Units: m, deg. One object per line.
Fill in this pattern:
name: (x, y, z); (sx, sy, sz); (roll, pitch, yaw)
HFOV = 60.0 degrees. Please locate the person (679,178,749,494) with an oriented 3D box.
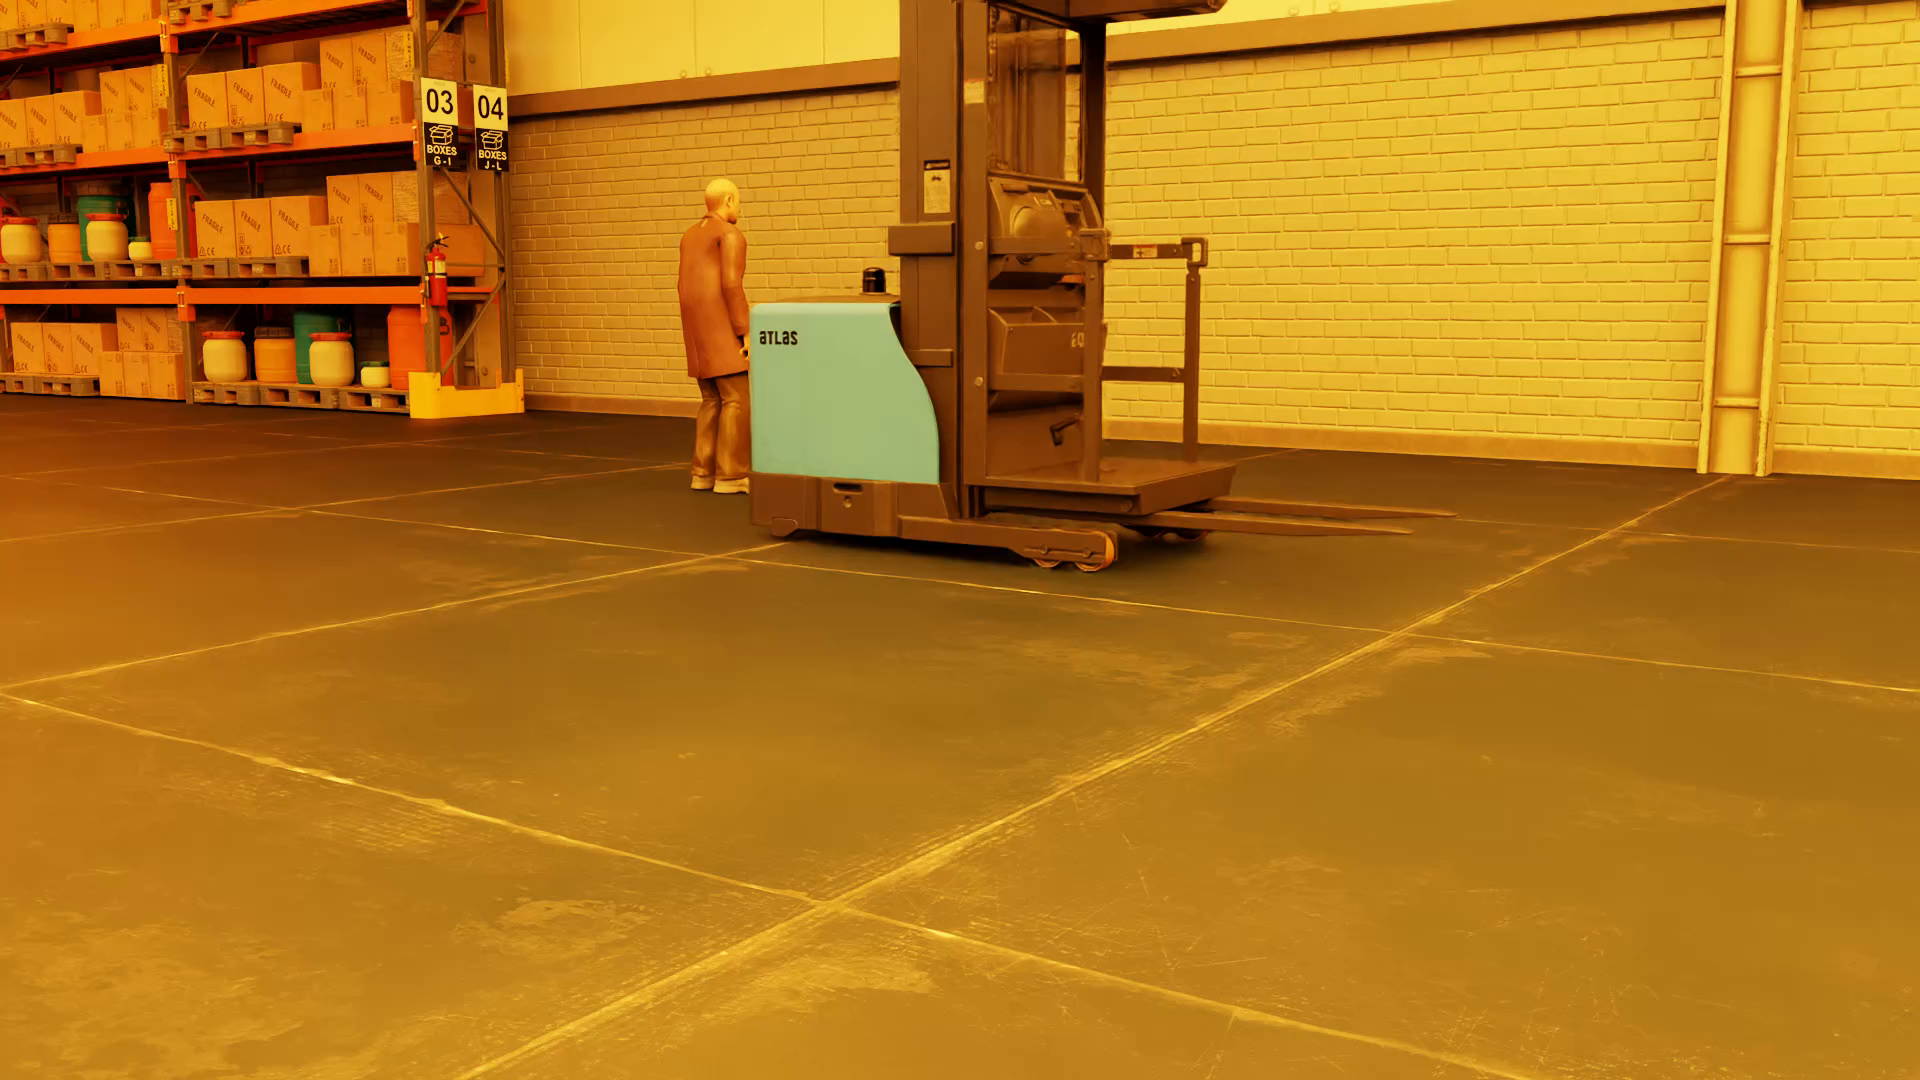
person: (-1.374, -1.170, 9.530); (0.423, 1.774, 0.654); (-6, 10, -37)

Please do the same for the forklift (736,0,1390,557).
forklift: (0.539, -1.484, 7.625); (3.031, 2.935, 1.130); (-3, 9, -20)
